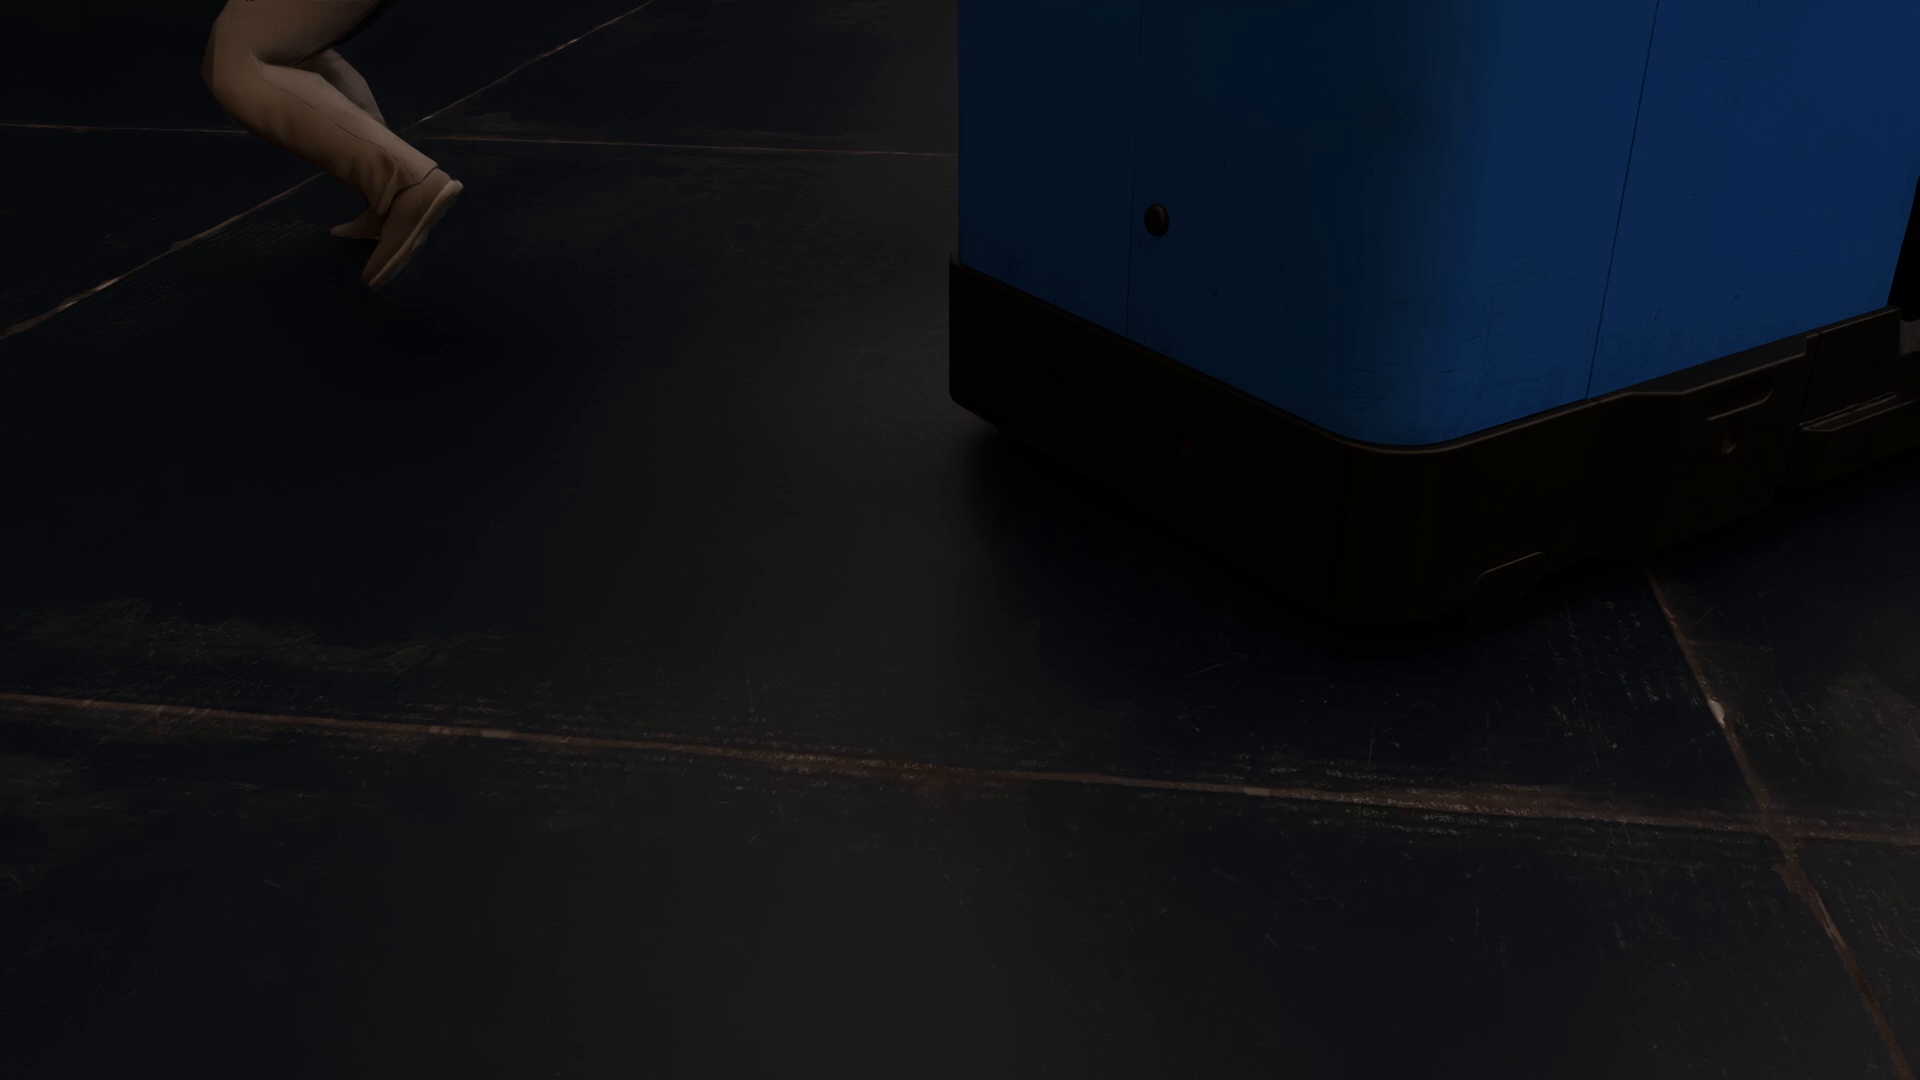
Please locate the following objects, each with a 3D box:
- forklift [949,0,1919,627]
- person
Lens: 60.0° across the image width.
[{"bbox_3d":[1.497,-1.685,2.595,3.031,2.935,1.130,-16,31,-29],"label":"forklift"},{"bbox_3d":[-1.297,-1.290,3.435,0.485,1.548,0.995,-4,27,-8],"label":"person"}]
